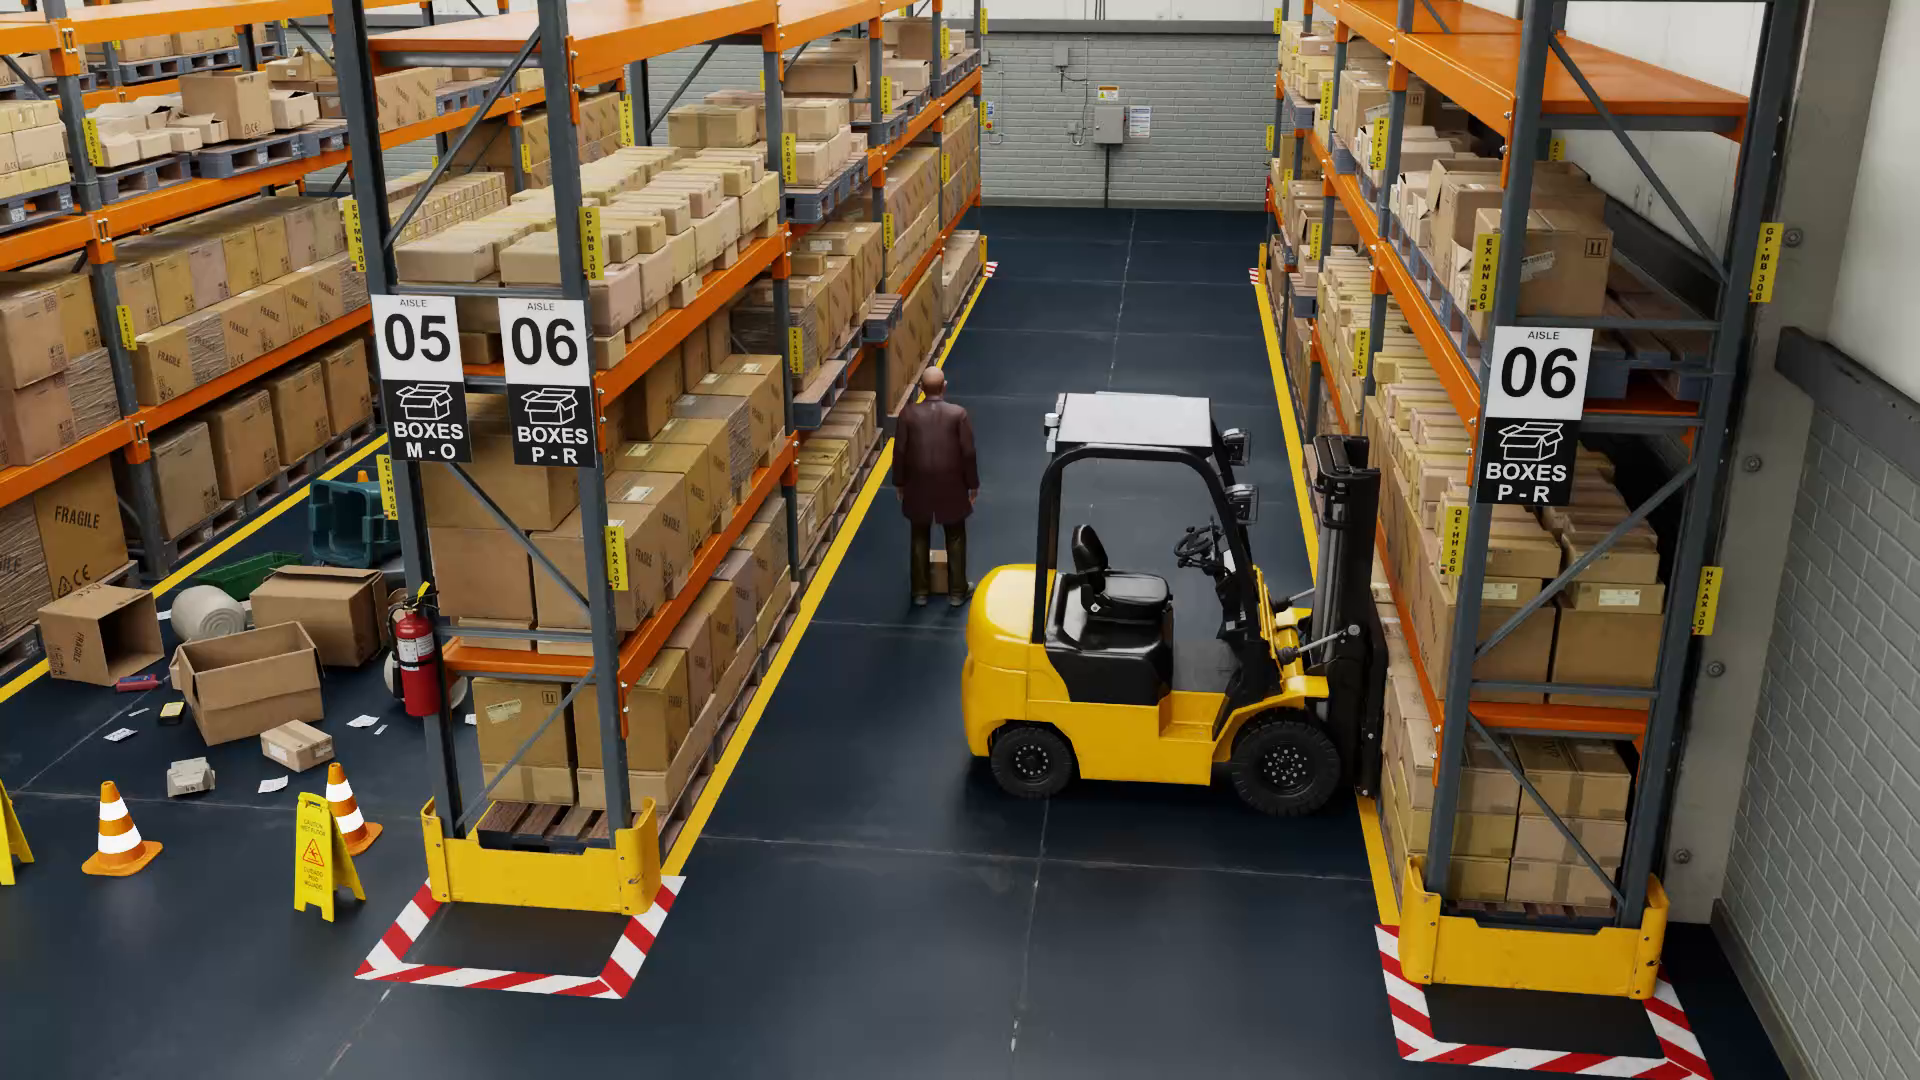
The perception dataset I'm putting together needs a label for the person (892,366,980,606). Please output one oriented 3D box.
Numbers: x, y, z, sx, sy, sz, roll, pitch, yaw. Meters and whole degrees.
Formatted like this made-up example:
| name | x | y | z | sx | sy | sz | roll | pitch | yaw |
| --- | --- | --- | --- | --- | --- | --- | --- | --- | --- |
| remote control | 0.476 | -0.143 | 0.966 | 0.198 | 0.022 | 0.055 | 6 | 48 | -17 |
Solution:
| name | x | y | z | sx | sy | sz | roll | pitch | yaw |
| --- | --- | --- | --- | --- | --- | --- | --- | --- | --- |
| person | -0.176 | -0.390 | 12.126 | 0.644 | 1.774 | 0.430 | 2 | 21 | 6 |
